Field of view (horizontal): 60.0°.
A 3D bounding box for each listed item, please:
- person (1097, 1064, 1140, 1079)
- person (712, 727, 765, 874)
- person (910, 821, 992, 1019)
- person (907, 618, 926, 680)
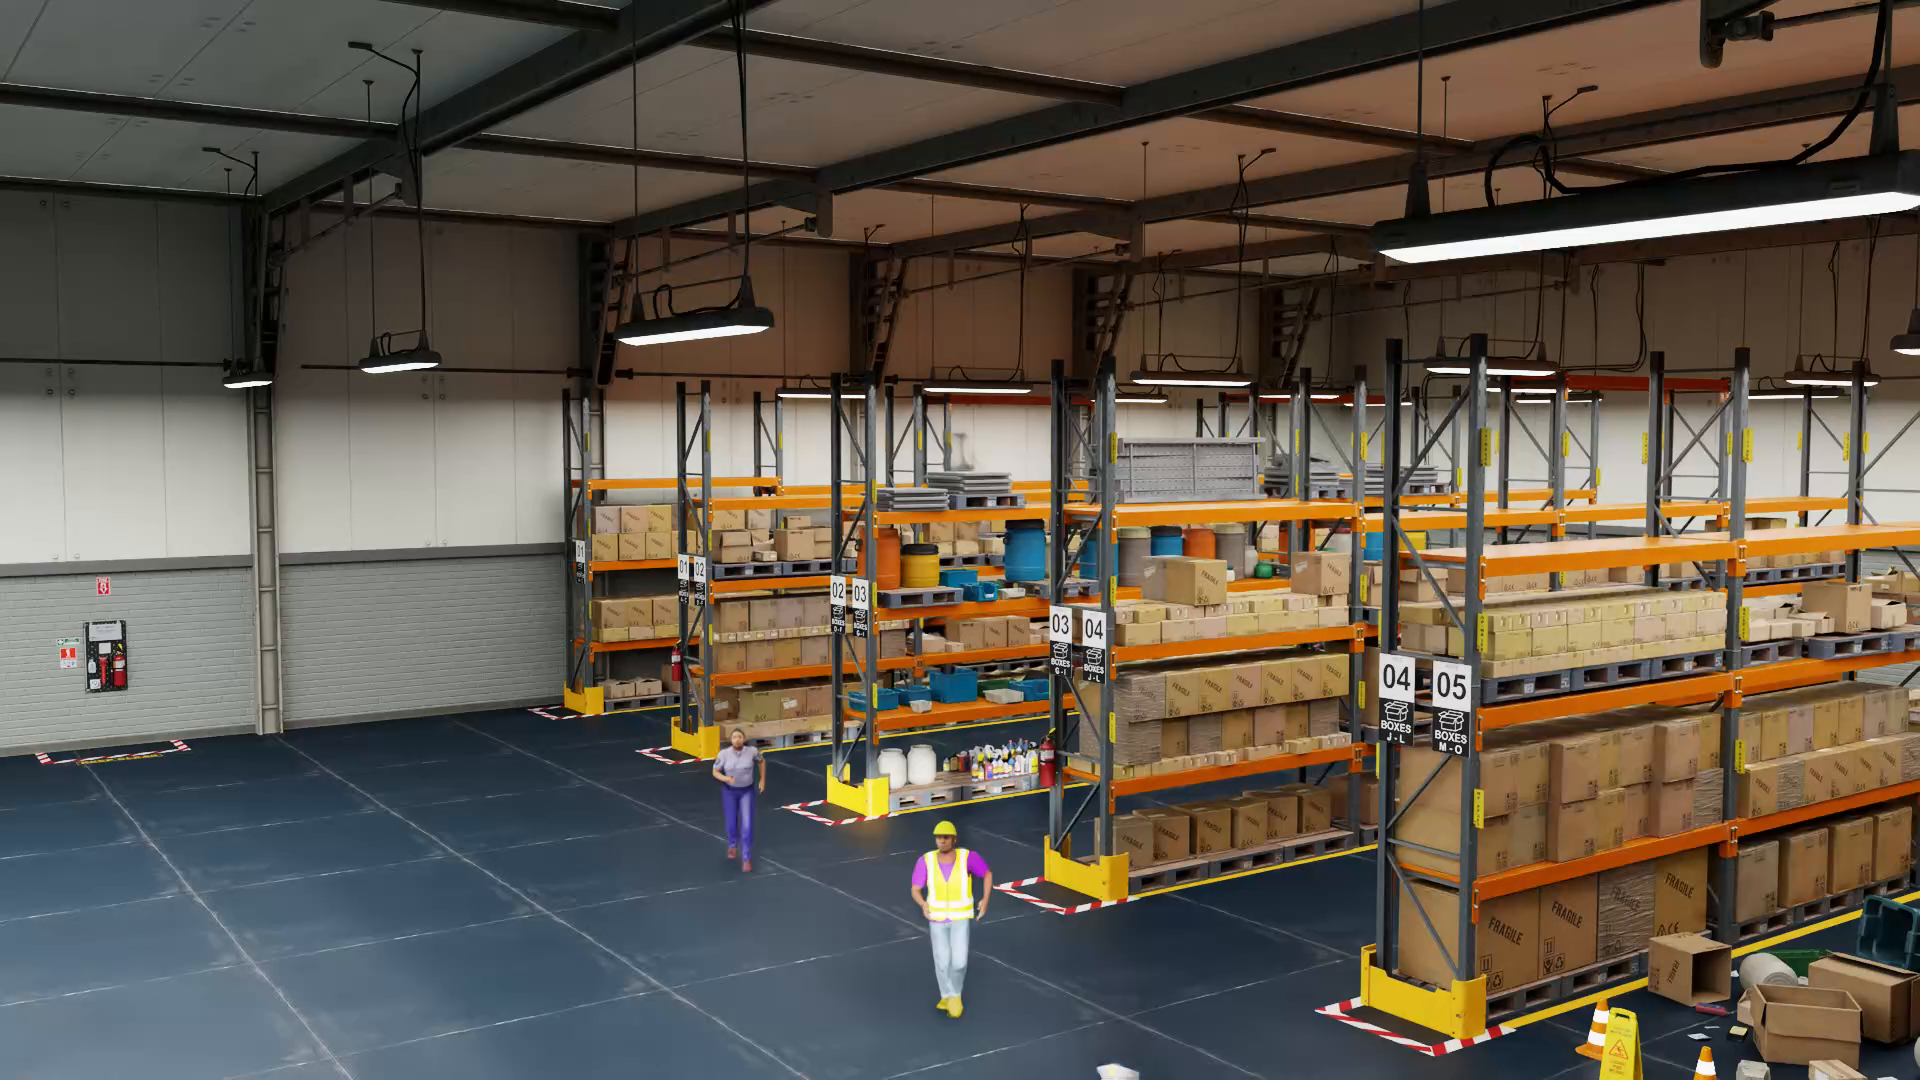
[{"bbox_3d":[0.905,3.742,9.380,0.574,1.672,0.605,1,4,10],"label":"person"},{"bbox_3d":[-2.637,3.077,19.859,0.619,1.714,0.770,0,4,-6],"label":"person"},{"bbox_3d":[-0.090,3.353,14.703,0.712,1.737,0.653,0,4,6],"label":"person"},{"bbox_3d":[-0.795,2.308,31.710,0.617,1.671,0.696,4,5,44],"label":"person"}]
